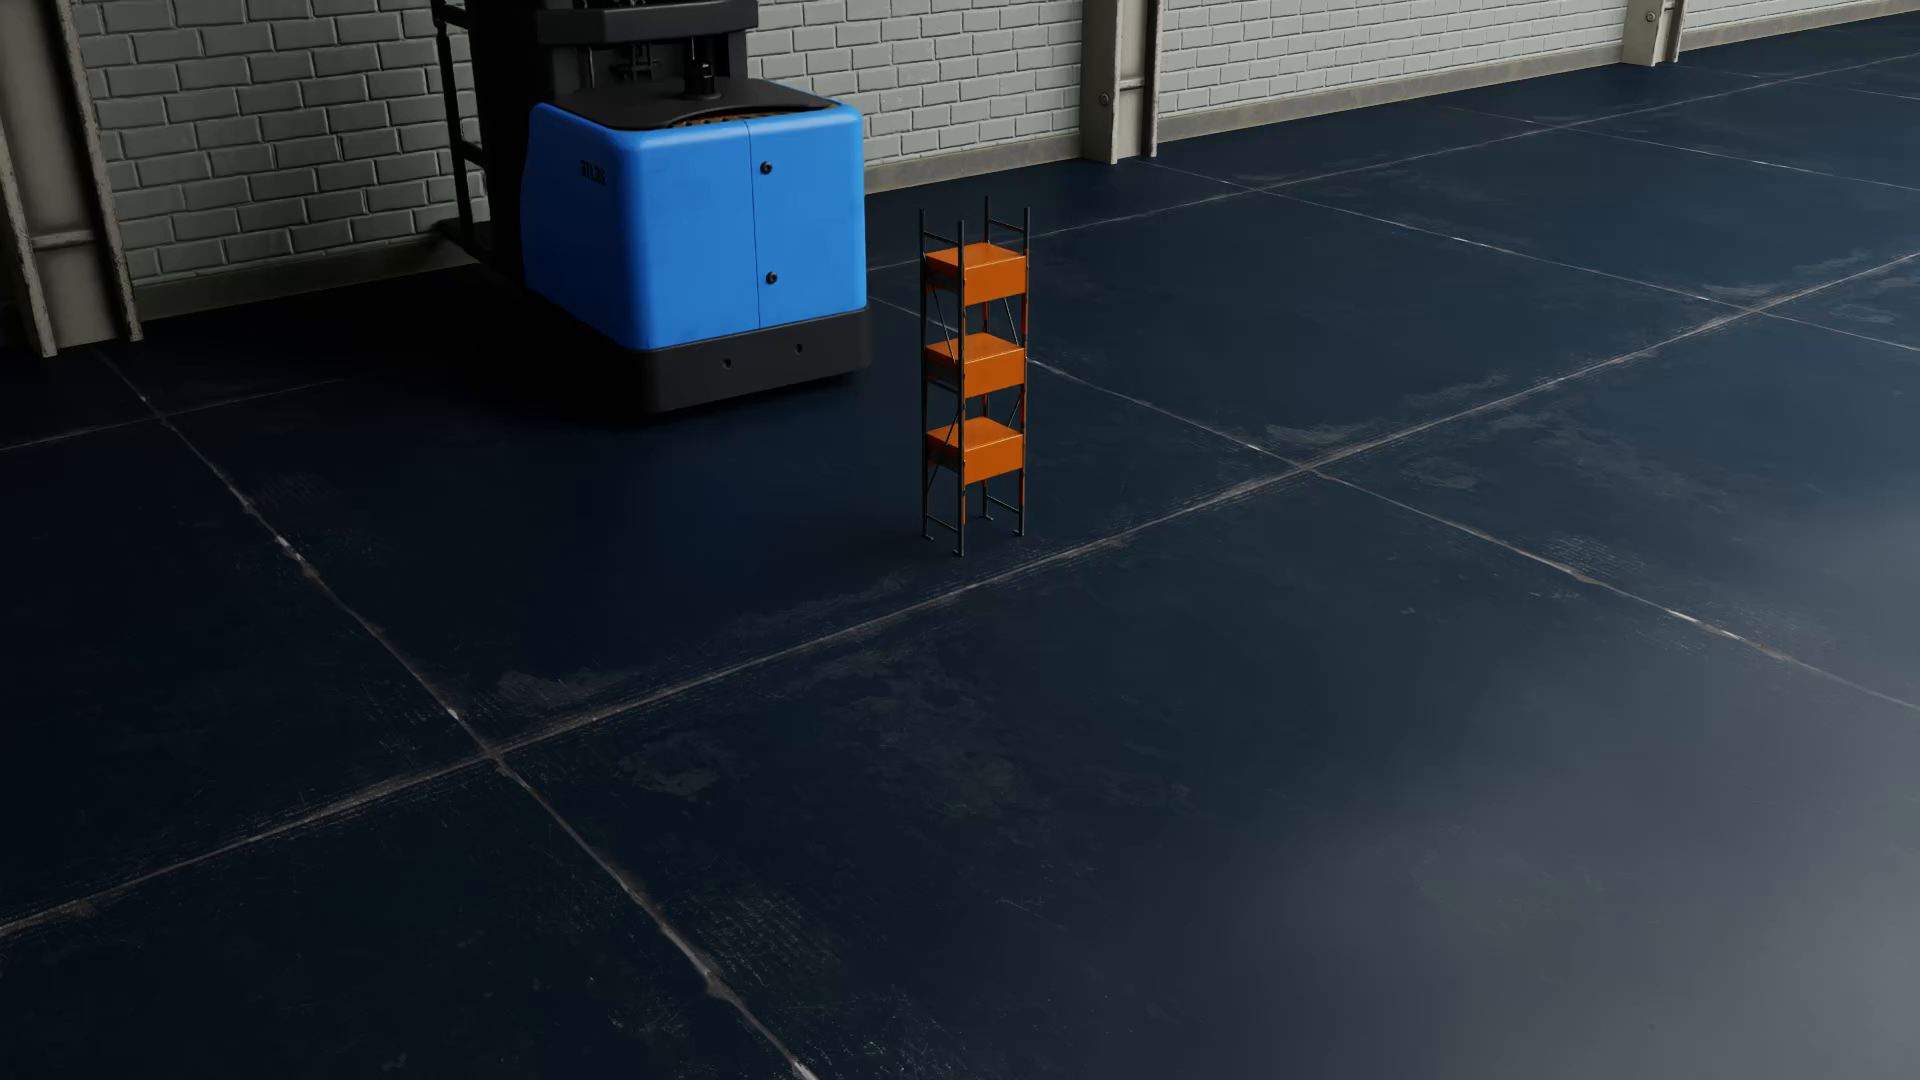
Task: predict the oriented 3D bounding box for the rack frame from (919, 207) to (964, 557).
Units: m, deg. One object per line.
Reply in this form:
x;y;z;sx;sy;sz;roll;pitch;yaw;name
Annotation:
-0.054;-0.458;4.991;0.008;1.050;0.200;-18;31;-34;rack frame

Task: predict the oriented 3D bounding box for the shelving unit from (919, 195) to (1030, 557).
0.042;-0.490;5.059;0.252;1.050;0.215;-18;31;-34;shelving unit

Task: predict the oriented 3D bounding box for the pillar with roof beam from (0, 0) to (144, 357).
-1.076;-3.512;2.127;0.400;9.000;9.100;-18;31;-34;pillar with roof beam

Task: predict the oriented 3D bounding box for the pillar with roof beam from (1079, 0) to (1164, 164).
3.646;-5.070;5.486;0.400;9.000;9.100;-18;31;-34;pillar with roof beam

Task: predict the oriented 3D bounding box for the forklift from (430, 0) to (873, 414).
-1.590;-2.357;6.848;1.130;2.935;3.031;-16;29;-31;forklift

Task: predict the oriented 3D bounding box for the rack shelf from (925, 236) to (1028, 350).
0.042;-0.738;4.944;0.240;0.259;0.215;-18;31;-34;rack shelf

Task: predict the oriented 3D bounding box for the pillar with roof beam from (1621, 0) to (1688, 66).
8.367;-6.629;8.844;0.400;9.000;9.100;-18;31;-34;pillar with roof beam

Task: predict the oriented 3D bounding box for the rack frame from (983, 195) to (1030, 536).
0.138;-0.522;5.127;0.008;1.050;0.200;-18;31;-34;rack frame

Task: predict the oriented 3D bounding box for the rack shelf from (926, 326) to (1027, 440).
0.042;-0.481;5.063;0.240;0.259;0.215;-18;31;-34;rack shelf

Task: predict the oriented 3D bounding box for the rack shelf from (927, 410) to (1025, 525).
0.042;-0.228;5.180;0.240;0.259;0.215;-18;31;-34;rack shelf
